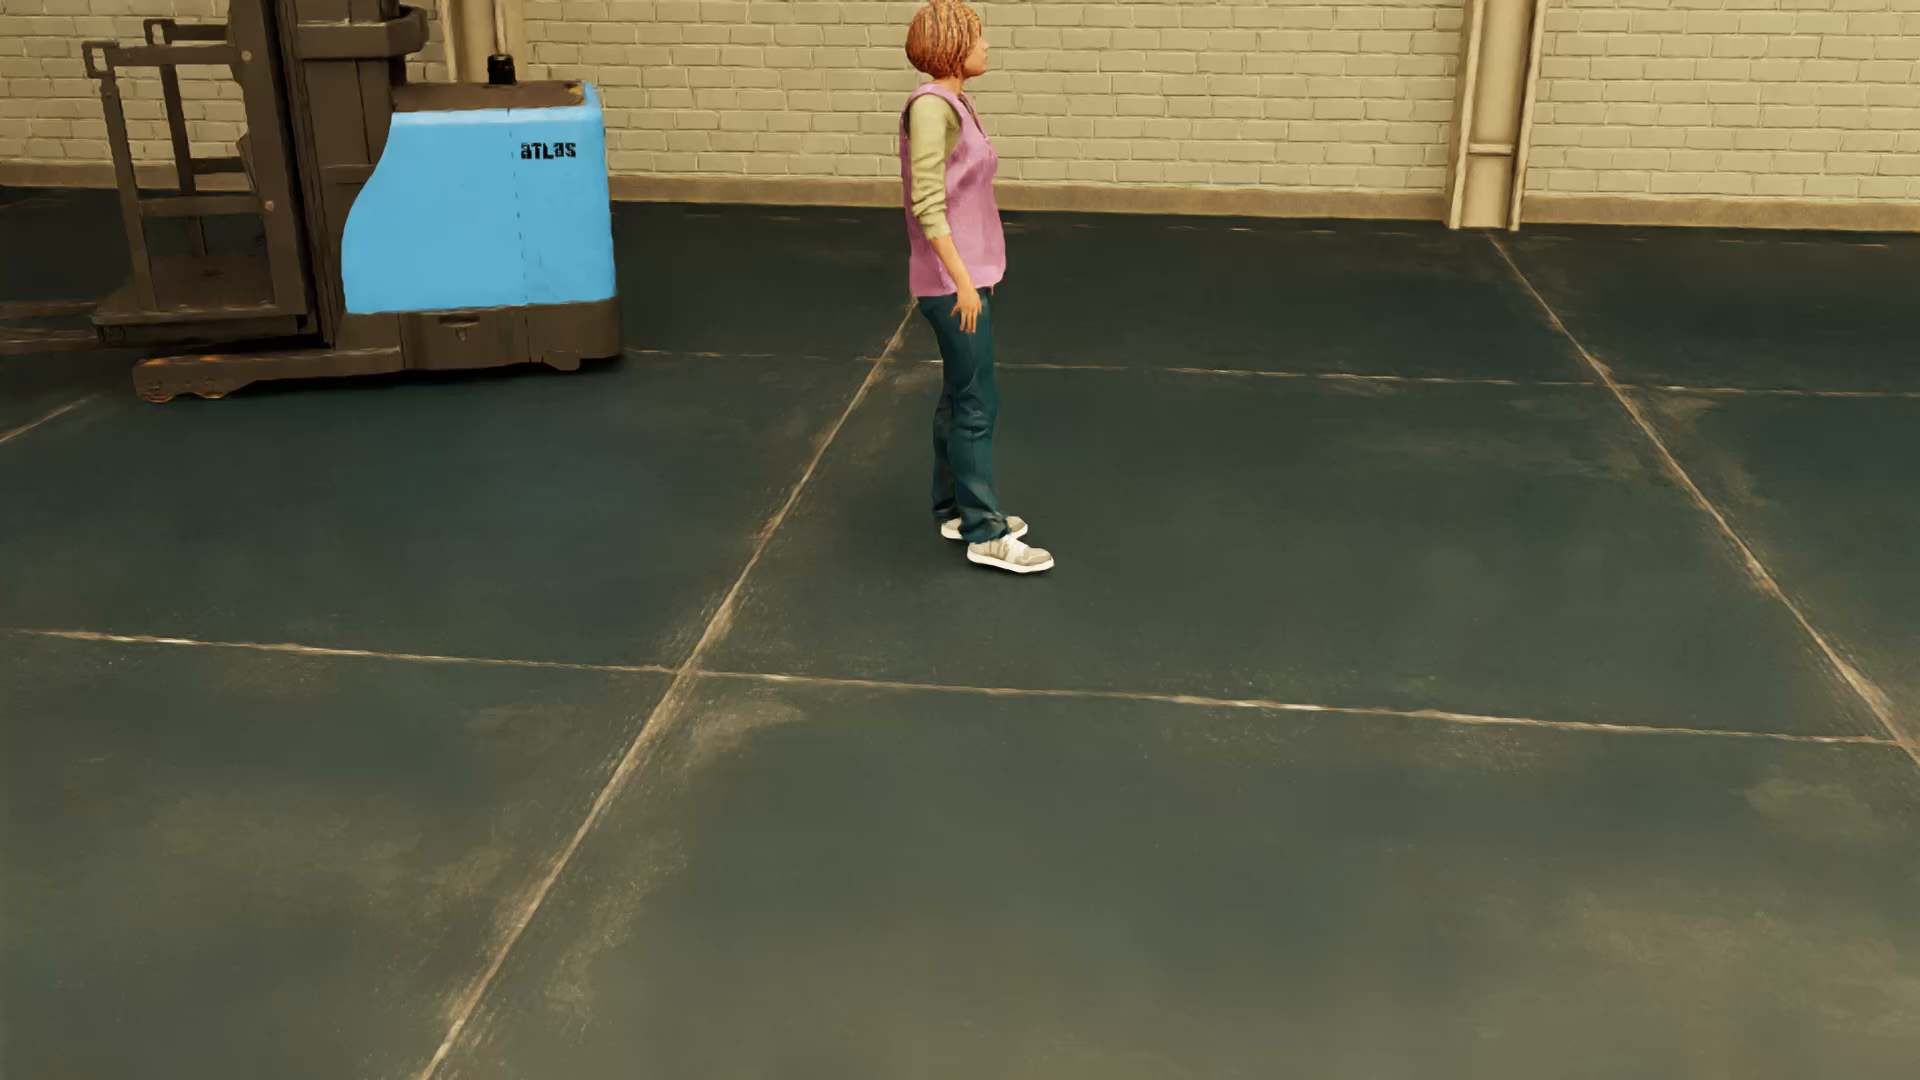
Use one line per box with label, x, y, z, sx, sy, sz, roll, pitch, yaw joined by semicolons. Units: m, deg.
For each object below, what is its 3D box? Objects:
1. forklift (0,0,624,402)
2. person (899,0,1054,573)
forklift;-2.975;-2.115;6.506;3.031;2.935;1.130;-5;22;-12
person;0.072;-0.739;4.855;0.474;1.597;0.520;3;22;7
